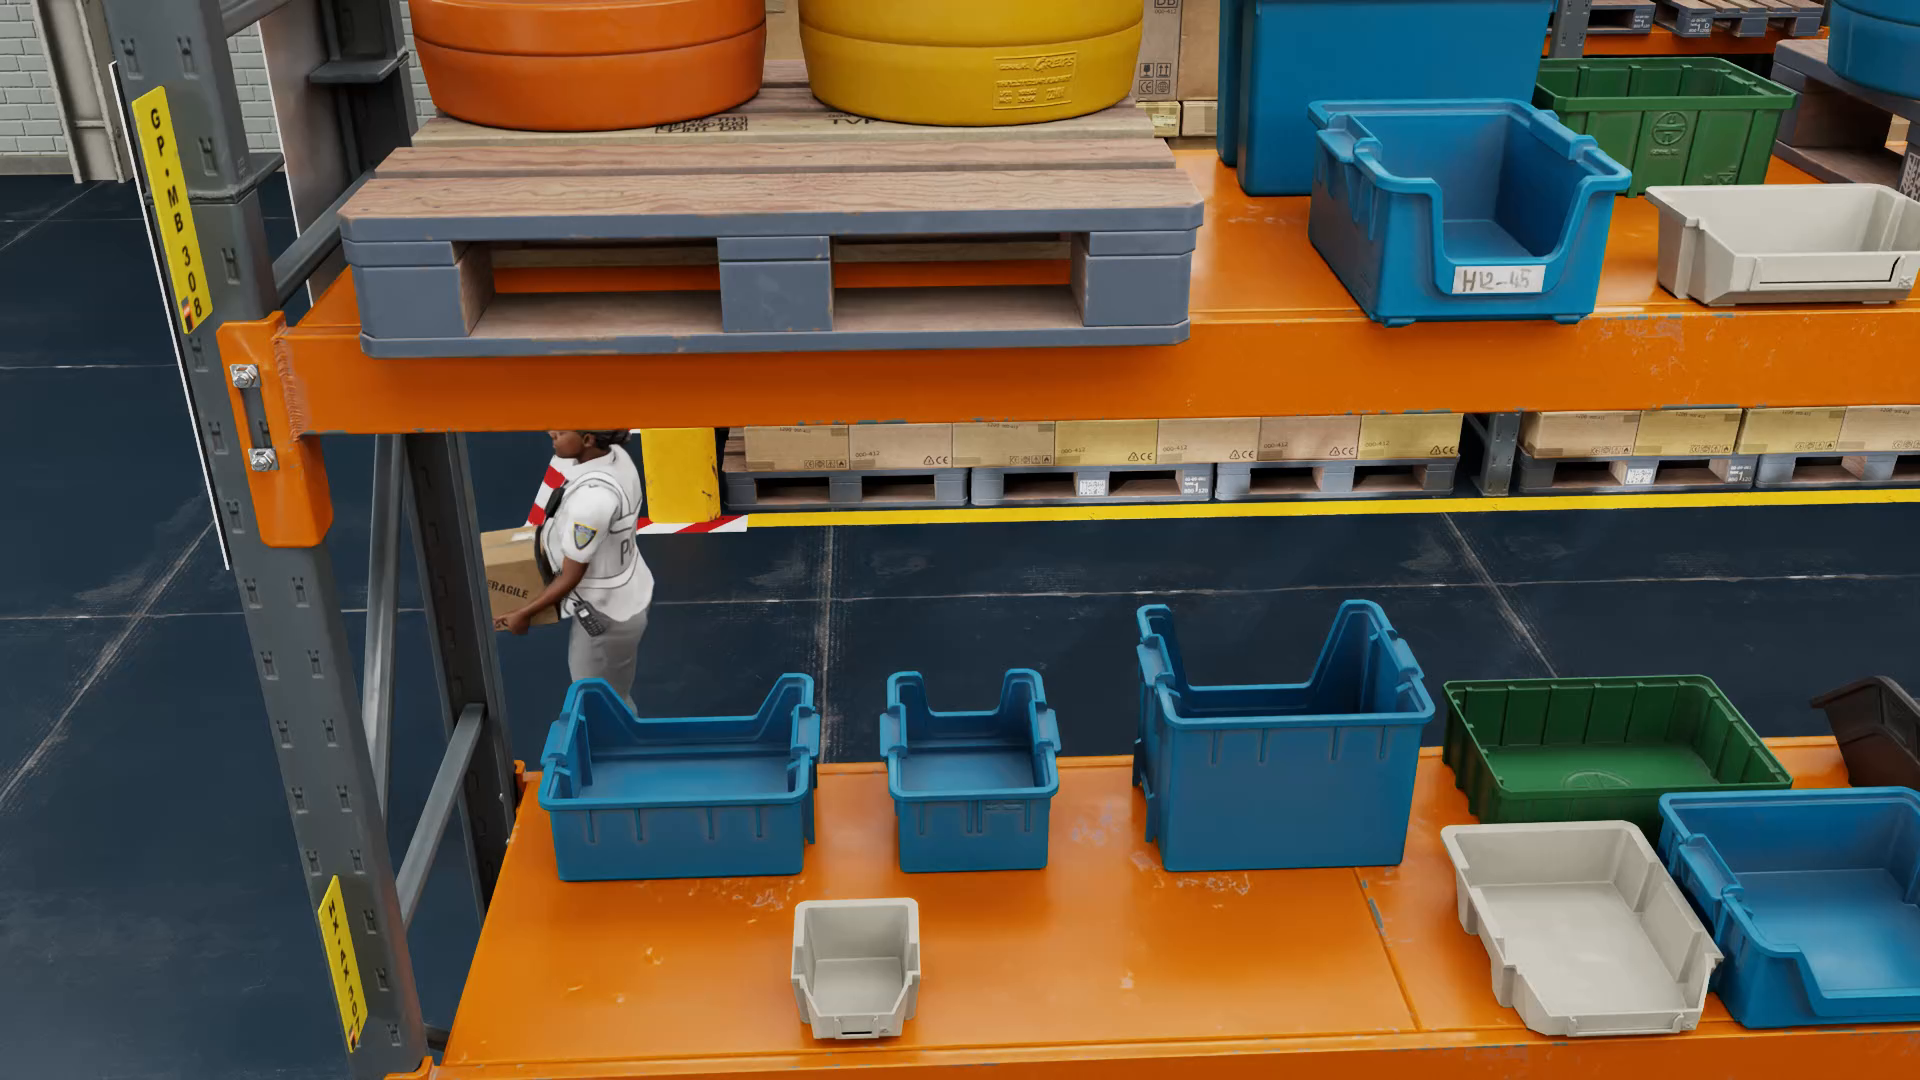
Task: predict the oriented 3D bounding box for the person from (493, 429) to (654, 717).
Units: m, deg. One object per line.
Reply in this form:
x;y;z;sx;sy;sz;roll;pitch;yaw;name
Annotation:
-1.296;0.243;5.636;0.517;1.692;0.442;-2;28;-3;person
